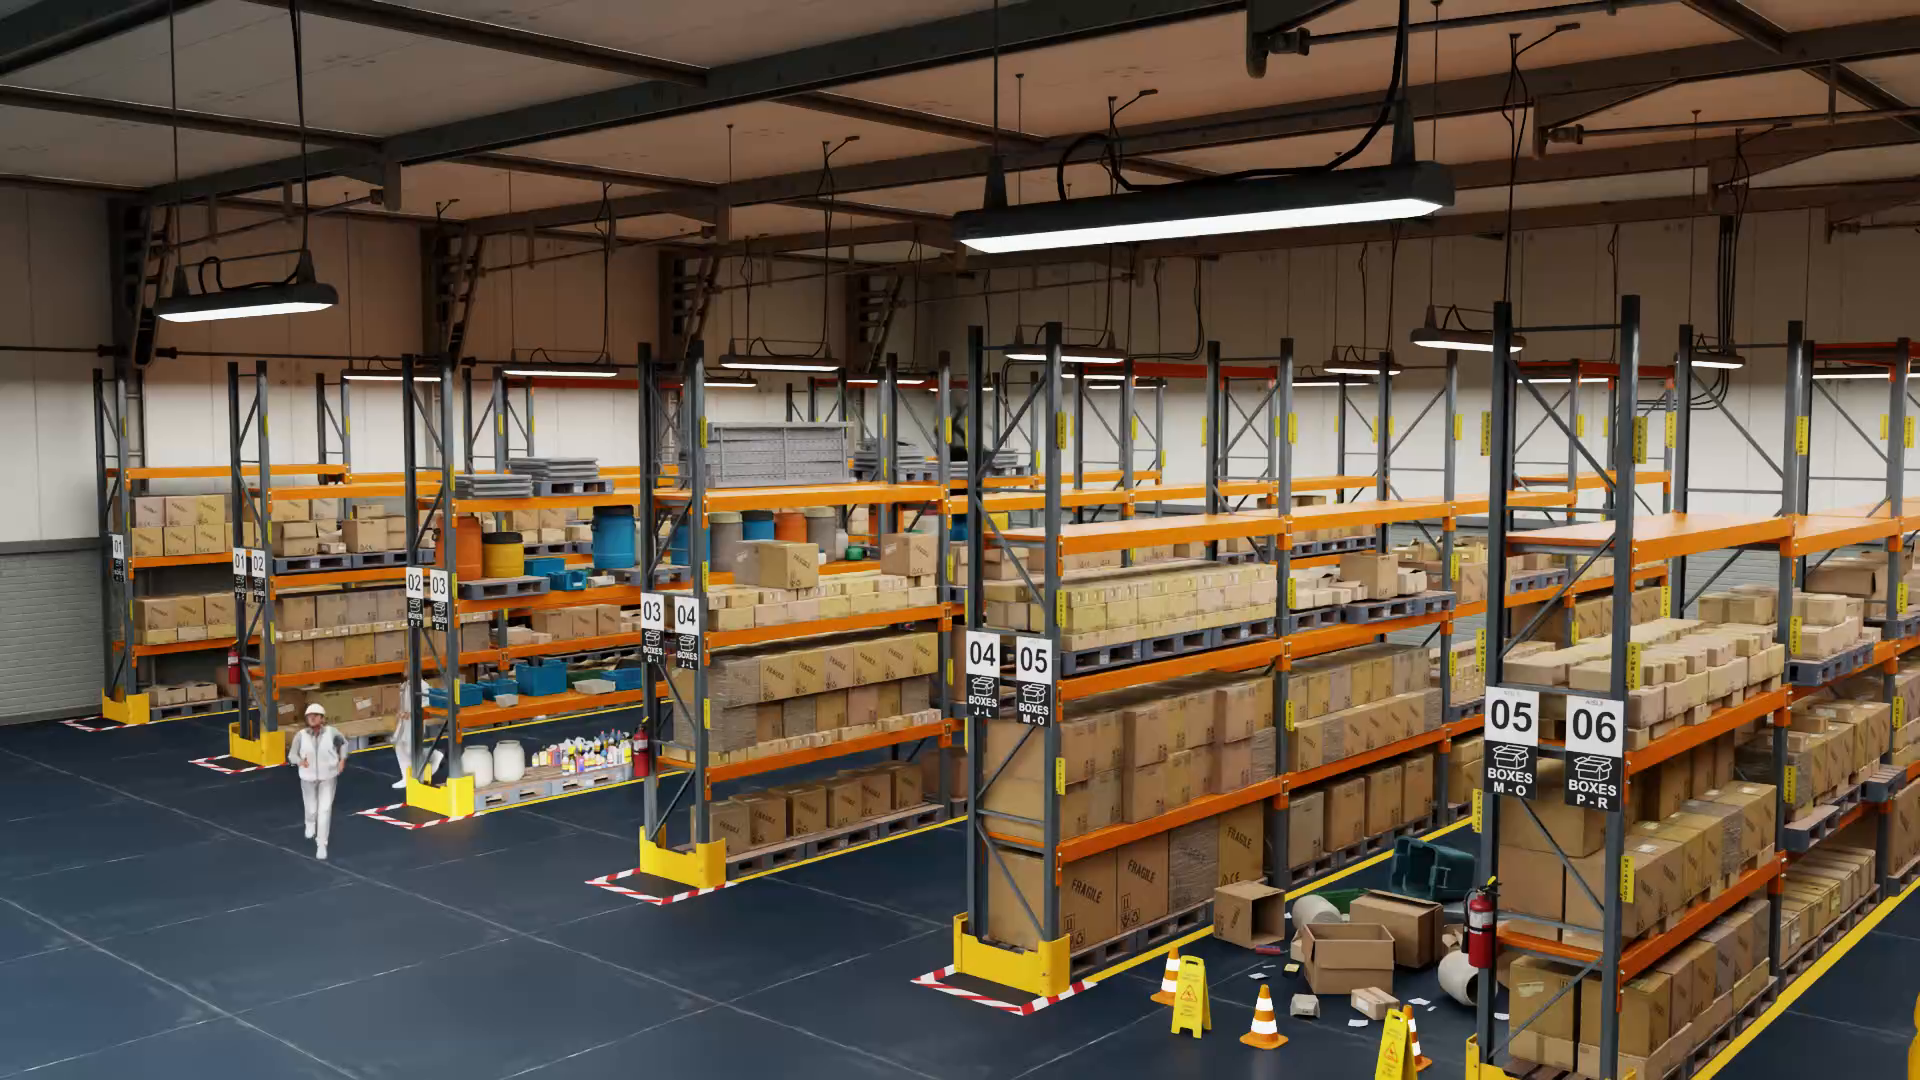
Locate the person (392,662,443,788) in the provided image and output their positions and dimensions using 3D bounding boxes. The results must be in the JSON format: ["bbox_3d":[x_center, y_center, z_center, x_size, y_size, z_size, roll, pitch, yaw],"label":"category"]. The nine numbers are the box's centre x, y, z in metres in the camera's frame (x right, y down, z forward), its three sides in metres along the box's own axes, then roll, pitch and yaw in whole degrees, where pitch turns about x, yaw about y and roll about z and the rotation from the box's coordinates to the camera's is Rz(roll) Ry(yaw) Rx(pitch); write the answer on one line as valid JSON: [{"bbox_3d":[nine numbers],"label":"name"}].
[{"bbox_3d":[-7.646,2.579,23.408,0.706,1.763,0.760,4,6,43],"label":"person"}]

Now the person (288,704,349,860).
[{"bbox_3d":[-7.636,2.825,19.824,0.669,1.784,0.956,-1,4,-15],"label":"person"}]
